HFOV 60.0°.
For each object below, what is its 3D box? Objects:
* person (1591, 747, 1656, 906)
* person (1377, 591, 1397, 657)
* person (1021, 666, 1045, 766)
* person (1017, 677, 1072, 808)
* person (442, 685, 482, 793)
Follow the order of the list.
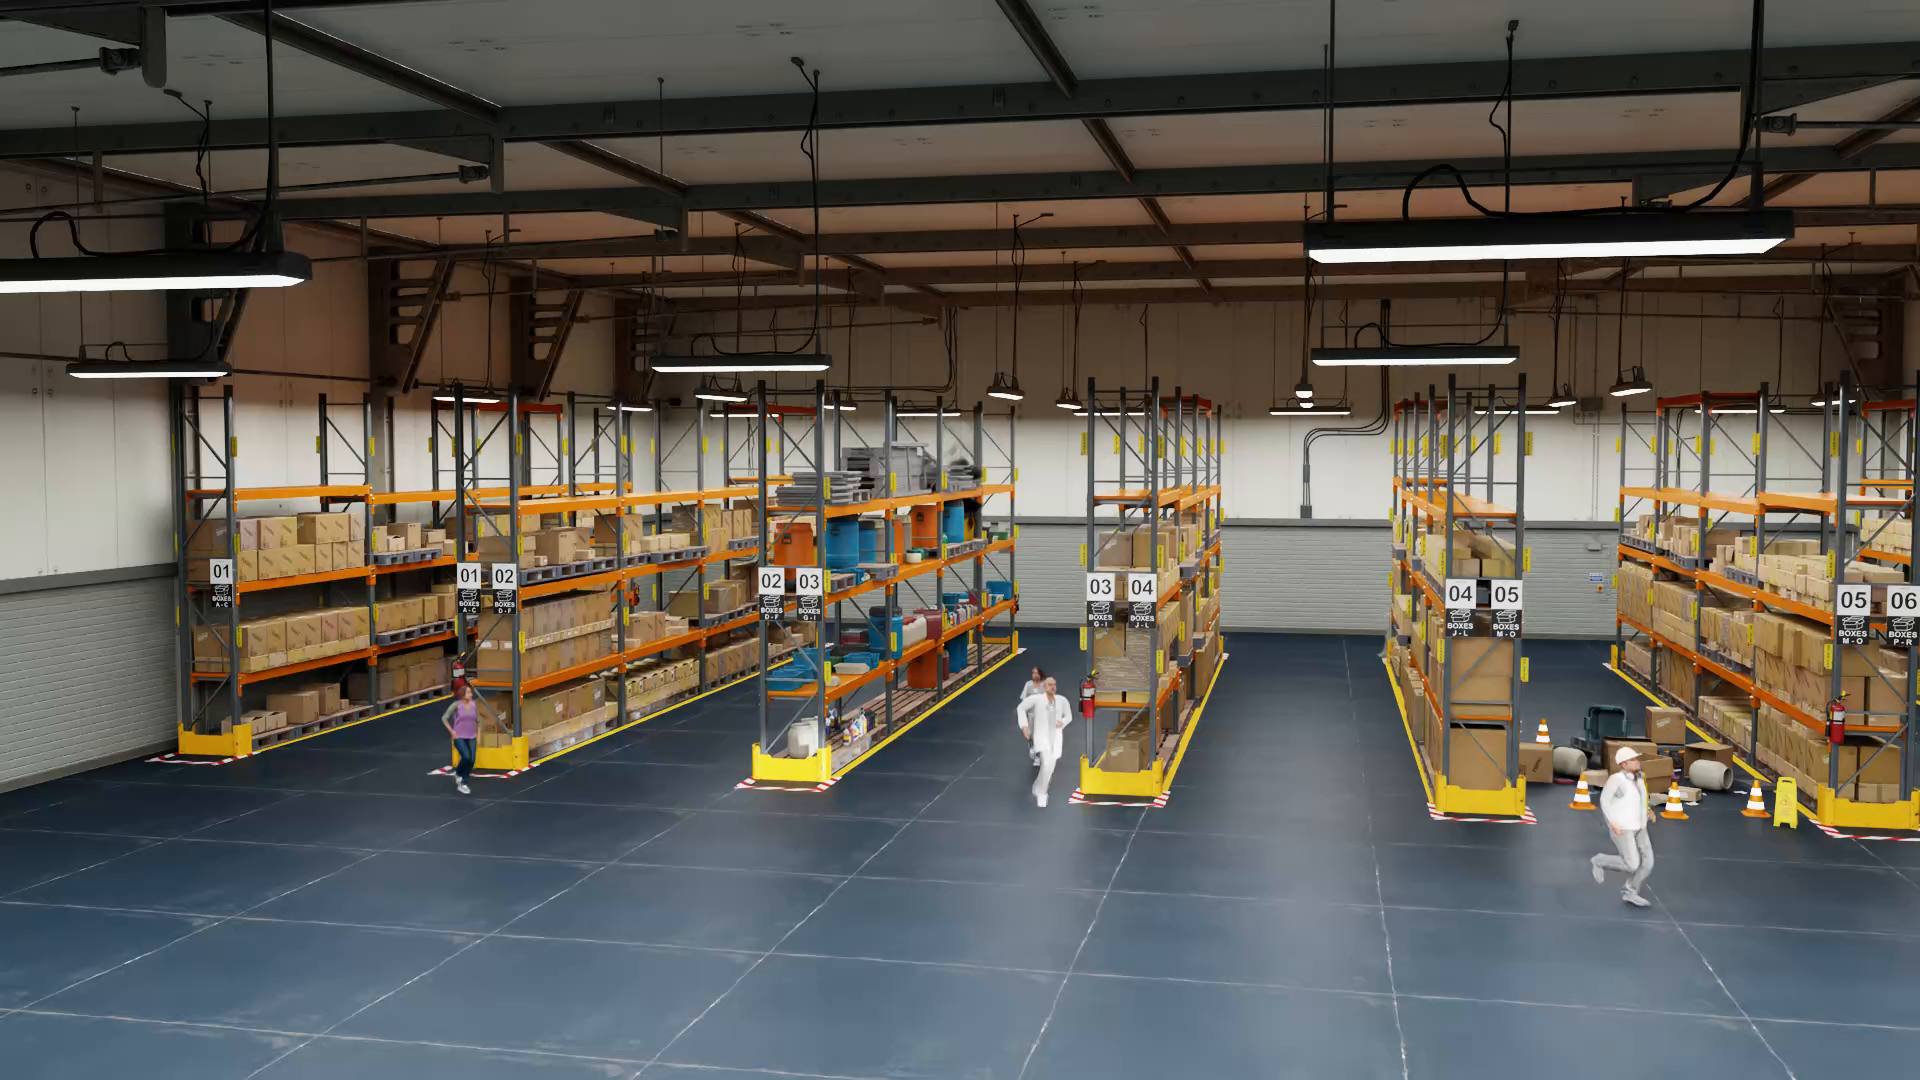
[{"bbox_3d":[7.311,3.126,18.278,0.662,1.708,0.627,-2,4,-31],"label":"person"},{"bbox_3d":[10.394,1.948,39.566,0.865,1.683,0.686,0,3,-2],"label":"person"},{"bbox_3d":[1.192,2.763,26.096,0.534,1.554,0.552,1,3,10],"label":"person"},{"bbox_3d":[1.214,2.826,23.349,0.705,1.807,0.724,-1,3,-23],"label":"person"},{"bbox_3d":[-7.143,2.891,24.040,0.564,1.552,0.462,-3,4,-43],"label":"person"}]
